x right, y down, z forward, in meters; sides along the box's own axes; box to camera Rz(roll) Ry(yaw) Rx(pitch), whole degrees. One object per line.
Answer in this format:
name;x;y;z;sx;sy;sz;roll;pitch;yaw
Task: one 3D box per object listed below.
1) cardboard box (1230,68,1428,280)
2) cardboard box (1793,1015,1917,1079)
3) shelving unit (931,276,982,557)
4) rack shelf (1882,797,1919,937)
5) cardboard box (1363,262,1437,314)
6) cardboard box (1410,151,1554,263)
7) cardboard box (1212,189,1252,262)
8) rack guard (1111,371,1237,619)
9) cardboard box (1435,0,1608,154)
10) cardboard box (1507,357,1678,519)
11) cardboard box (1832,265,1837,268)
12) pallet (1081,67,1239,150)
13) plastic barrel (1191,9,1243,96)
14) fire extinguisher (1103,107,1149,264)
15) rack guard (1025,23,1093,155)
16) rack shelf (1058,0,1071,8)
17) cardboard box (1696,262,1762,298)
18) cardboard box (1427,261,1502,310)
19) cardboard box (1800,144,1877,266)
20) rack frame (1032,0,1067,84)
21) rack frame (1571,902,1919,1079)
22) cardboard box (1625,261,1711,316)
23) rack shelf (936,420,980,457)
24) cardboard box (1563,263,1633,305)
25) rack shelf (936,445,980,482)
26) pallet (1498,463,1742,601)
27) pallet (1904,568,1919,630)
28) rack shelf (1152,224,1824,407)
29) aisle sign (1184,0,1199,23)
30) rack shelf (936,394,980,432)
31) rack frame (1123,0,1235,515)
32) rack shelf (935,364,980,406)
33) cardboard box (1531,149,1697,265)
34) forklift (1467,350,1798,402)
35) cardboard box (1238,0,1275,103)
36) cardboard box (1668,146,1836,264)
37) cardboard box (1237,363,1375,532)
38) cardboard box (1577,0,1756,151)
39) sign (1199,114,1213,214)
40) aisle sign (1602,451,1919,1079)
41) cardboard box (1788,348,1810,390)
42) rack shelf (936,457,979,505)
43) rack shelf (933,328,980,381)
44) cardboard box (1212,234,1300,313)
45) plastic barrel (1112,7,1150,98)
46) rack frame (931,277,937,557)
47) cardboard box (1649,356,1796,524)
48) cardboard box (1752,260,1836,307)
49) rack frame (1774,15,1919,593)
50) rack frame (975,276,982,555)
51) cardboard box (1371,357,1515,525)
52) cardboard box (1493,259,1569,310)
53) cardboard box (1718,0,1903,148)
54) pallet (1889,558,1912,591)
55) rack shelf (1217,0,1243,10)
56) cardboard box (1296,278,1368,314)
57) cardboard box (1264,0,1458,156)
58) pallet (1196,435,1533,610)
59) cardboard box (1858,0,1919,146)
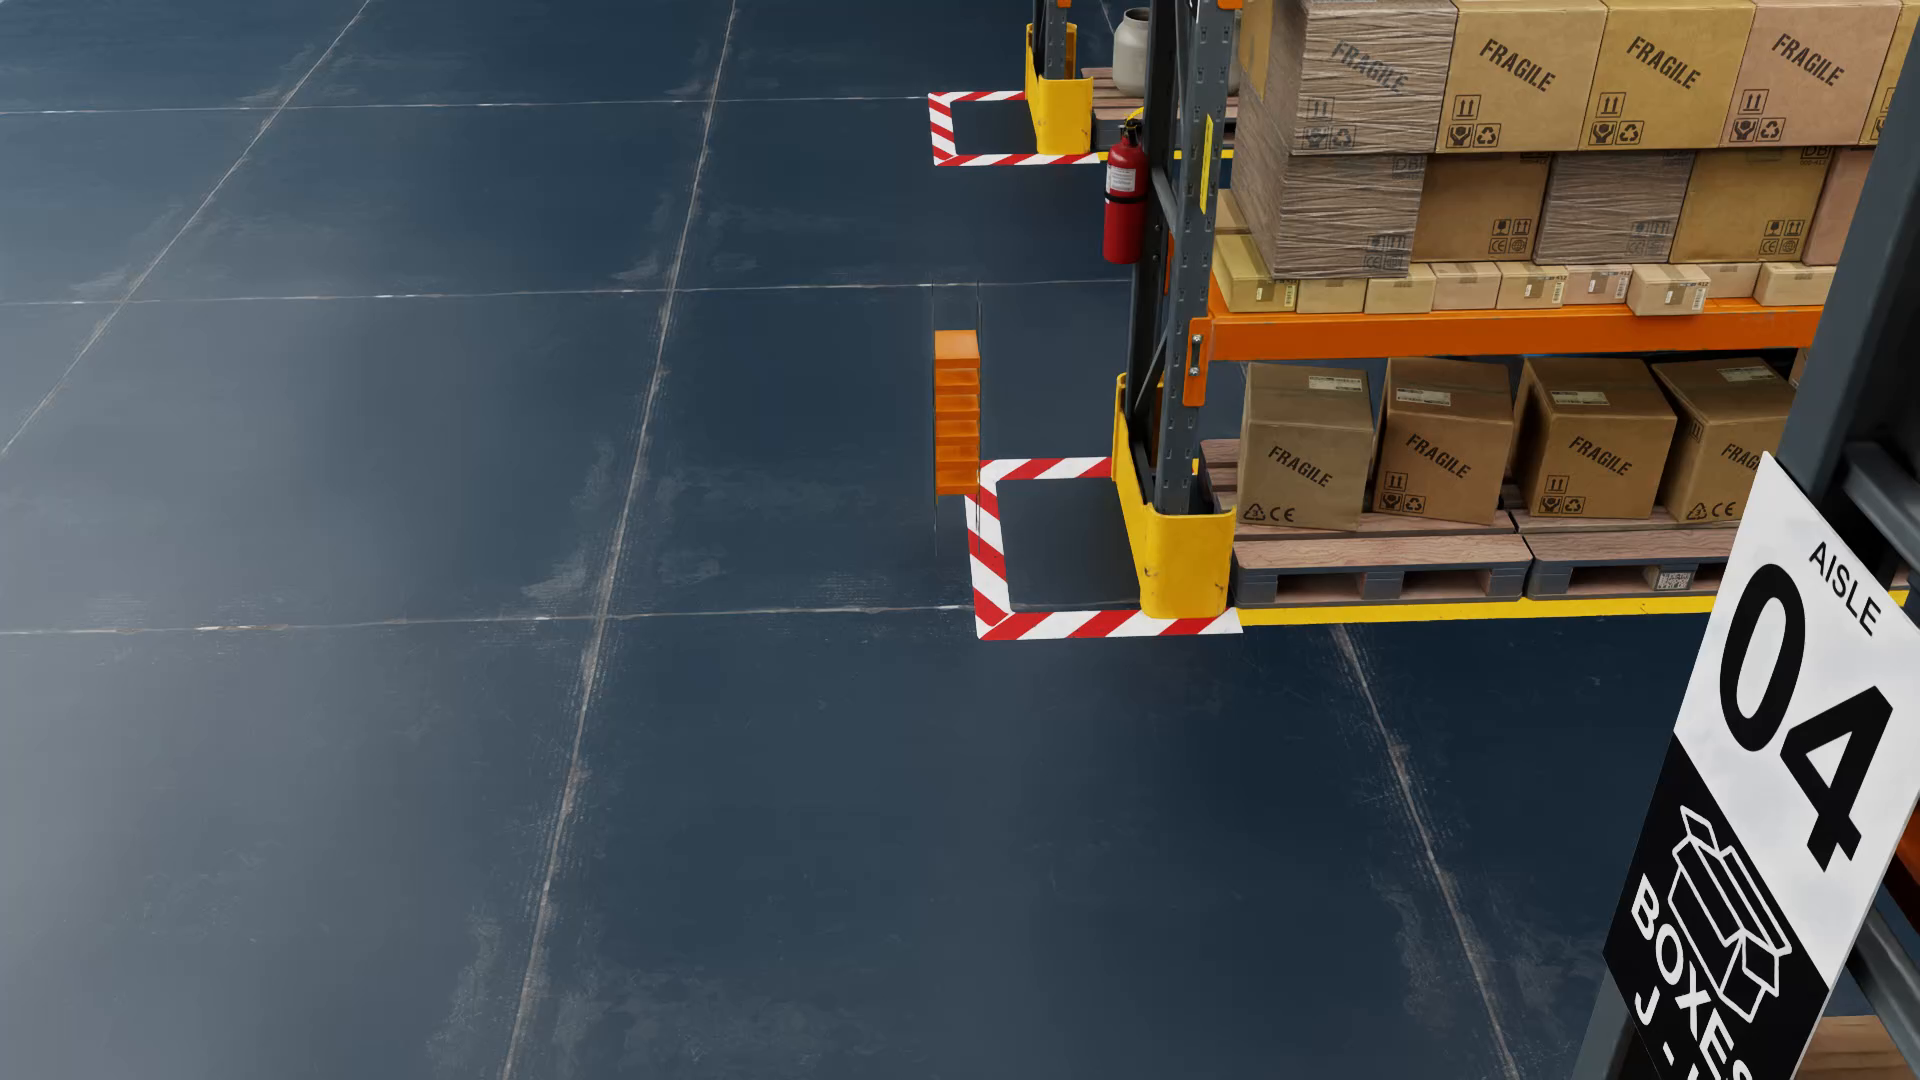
cardboard box;1.371;-1.406;6.297;0.500;0.500;0.875;-2;35;-2
cardboard box;1.326;1.085;1.966;0.550;0.550;0.875;-2;35;-2
shelving unit;-0.015;-0.493;6.908;0.189;1.200;0.258;-2;35;-2
rack shelf;2.952;0.587;1.762;4.000;0.370;1.077;-2;35;-2
cardboard box;1.617;-1.007;6.289;0.250;0.149;0.380;-2;35;-2
cardboard box;1.865;-1.488;6.415;0.500;0.500;0.875;-2;35;-2
cardboard box;1.095;-1.265;6.663;0.250;0.149;0.380;-2;35;-2
rack guard;0.896;-0.218;7.125;0.348;0.500;1.175;-2;35;-2
cardboard box;1.882;-1.688;5.825;0.500;0.500;0.500;-2;35;-2
cardboard box;2.666;-0.437;7.074;0.500;0.500;0.500;2;35;2
cardboard box;3.364;-1.070;6.381;0.250;0.149;0.380;-2;35;-2
pallet;1.471;-2.960;11.342;1.213;0.211;1.003;-2;35;-2
plastic barrel;1.740;-3.283;11.176;0.421;0.512;0.421;0;35;0
fire extinguisher;0.684;-1.471;6.807;0.183;0.674;0.296;-2;35;-2
rack guard;0.659;-3.060;11.232;0.348;0.500;1.175;-2;35;-2
rack shelf;2.583;-3.817;10.762;4.000;0.370;1.077;-2;35;-2
cardboard box;2.862;-1.080;6.395;0.250;0.149;0.380;-2;35;-2
cardboard box;1.866;-1.025;6.316;0.250;0.149;0.380;-2;35;-2
cardboard box;3.367;-1.474;6.394;0.500;0.500;0.875;-2;35;-2
rack frame;0.586;-4.059;10.479;0.127;3.000;1.000;-2;35;-2
rack frame;0.954;1.579;2.333;0.127;3.000;1.000;-2;35;-2
cardboard box;2.619;-0.998;6.277;0.250;0.149;0.380;-2;35;-2
rack shelf;-0.015;-0.456;6.933;0.180;0.103;0.258;-2;35;-2
cardboard box;2.364;-1.050;6.352;0.250;0.149;0.380;-2;35;-2
rack shelf;-0.015;-0.358;7.002;0.180;0.103;0.258;-2;35;-2
pallet;2.925;-0.132;7.255;1.213;0.211;1.003;-2;35;-2
pallet;1.694;0.356;1.542;1.213;0.211;1.003;-2;35;-2
rack shelf;2.818;-1.002;6.694;4.000;0.370;1.077;-2;35;-2
aisle sign;0.772;-2.140;5.422;0.004;0.787;0.394;-2;35;-2
rack shelf;-0.015;-0.555;6.865;0.180;0.103;0.258;-2;35;-2
rack frame;0.820;-1.244;6.411;0.127;3.000;1.000;-2;35;-2
rack shelf;-0.015;-0.654;6.797;0.180;0.103;0.258;-2;35;-2
cardboard box;2.366;-1.477;6.399;0.500;0.500;0.875;-2;35;-2
forklift;4.063;-2.260;7.939;3.031;2.935;1.130;-7;35;-10
cardboard box;1.358;-1.973;6.238;0.500;0.500;0.500;-2;35;-2
cardboard box;2.866;-1.484;6.409;0.500;0.500;0.875;-2;35;-2
cardboard box;1.445;-0.396;7.013;0.500;0.500;0.500;5;35;7
cardboard box;2.382;-1.702;5.845;0.500;0.500;0.500;-2;35;-2
sign;0.846;-1.291;5.719;0.005;0.325;0.100;-2;35;-2
aisle sign;0.869;0.341;1.837;0.004;0.787;0.394;-2;35;-2
cardboard box;3.842;-0.488;7.147;0.500;0.500;0.500;9;36;13
rack shelf;-0.015;-0.259;7.070;0.180;0.103;0.258;-2;35;-2
rack shelf;-0.015;-0.752;6.728;0.180;0.103;0.258;-2;35;-2
cardboard box;1.116;-1.012;6.298;0.250;0.149;0.380;-2;35;-2
plastic barrel;1.239;-3.270;11.156;0.421;0.512;0.421;0;35;0
rack frame;-0.106;-0.491;6.904;0.006;1.200;0.240;-2;35;-2
cardboard box;3.226;-0.427;7.059;0.500;0.500;0.500;-4;35;-6
cardboard box;3.116;-1.043;6.342;0.250;0.149;0.380;-2;35;-2
rack frame;0.954;-0.888;0.626;0.127;3.000;1.000;-2;35;-2
rack frame;0.077;-0.496;6.911;0.006;1.200;0.240;-2;35;-2
cardboard box;2.040;-0.431;7.065;0.500;0.500;0.500;7;35;10
cardboard box;2.116;-1.028;6.320;0.250;0.149;0.380;-2;35;-2
cardboard box;2.881;-1.719;5.870;0.500;0.500;0.500;-2;35;-2
pallet;4.146;-0.167;7.305;1.213;0.211;1.003;-2;35;-2
rack shelf;2.818;-2.235;5.840;4.000;0.370;1.077;-2;35;-2
cardboard box;1.367;-1.008;6.292;0.250;0.149;0.380;-2;35;-2
cardboard box;1.382;-1.678;5.811;0.500;0.500;0.500;-2;35;-2
pallet;1.709;-0.101;7.210;1.213;0.211;1.003;-2;35;-2
cardboard box;3.380;-1.730;5.886;0.500;0.500;0.500;-2;35;-2
